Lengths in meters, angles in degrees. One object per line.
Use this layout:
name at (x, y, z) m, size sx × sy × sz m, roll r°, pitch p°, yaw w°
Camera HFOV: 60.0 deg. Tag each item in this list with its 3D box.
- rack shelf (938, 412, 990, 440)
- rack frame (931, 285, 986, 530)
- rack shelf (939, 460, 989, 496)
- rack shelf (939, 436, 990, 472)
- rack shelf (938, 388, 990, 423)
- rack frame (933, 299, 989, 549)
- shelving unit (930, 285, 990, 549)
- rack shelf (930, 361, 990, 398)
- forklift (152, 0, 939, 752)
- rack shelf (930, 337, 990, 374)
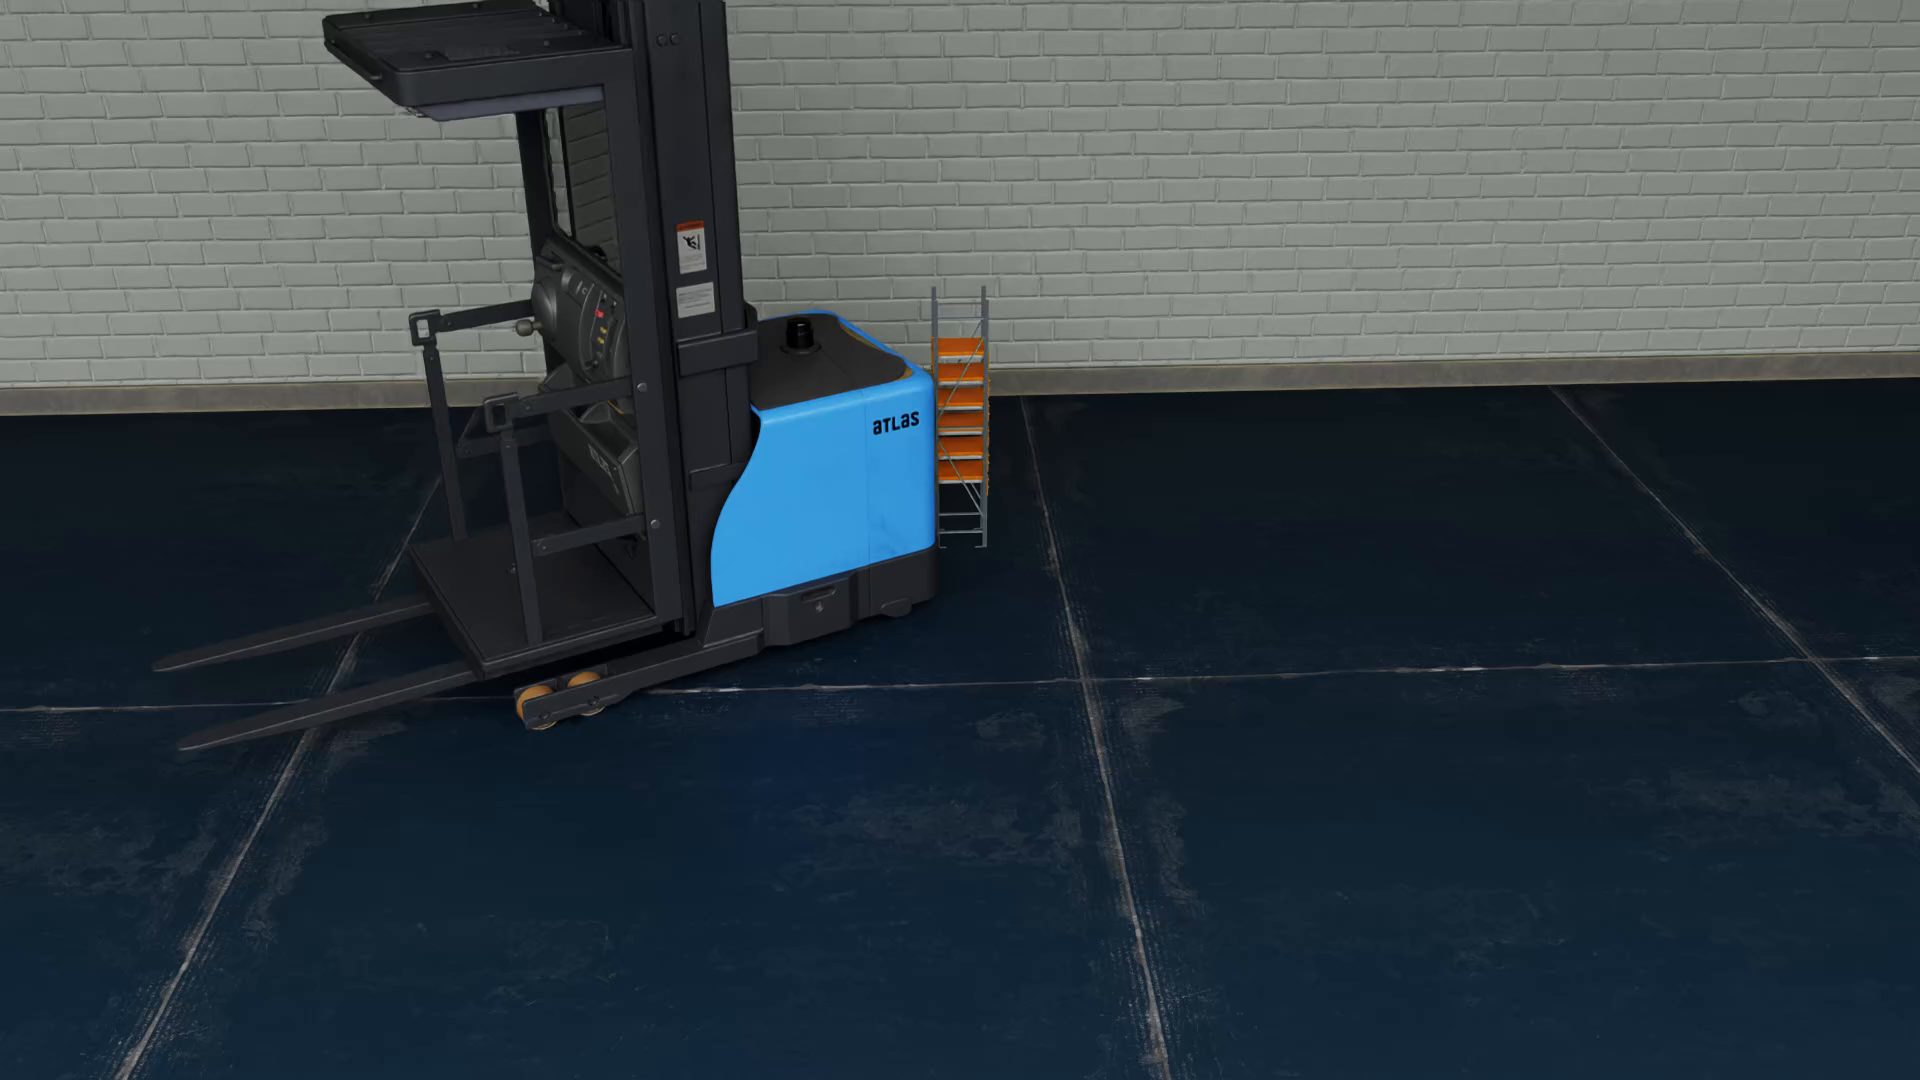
rack shelf at (-0.001, -0.499, 7.506) m, size 0.258 × 0.103 × 0.180 m, roll -1°, pitch 28°, yaw -3°
rack frame at (-0.006, -0.581, 7.566) m, size 0.240 × 1.200 × 0.006 m, roll -1°, pitch 28°, yaw -3°
rack shelf at (-0.001, -0.286, 7.617) m, size 0.258 × 0.103 × 0.180 m, roll -1°, pitch 28°, yaw -3°
rack shelf at (-0.001, -0.393, 7.561) m, size 0.258 × 0.103 × 0.180 m, roll -1°, pitch 28°, yaw -3°
rack shelf at (-0.001, -0.606, 7.450) m, size 0.258 × 0.103 × 0.180 m, roll -1°, pitch 28°, yaw -3°
rack frame at (0.004, -0.496, 7.404) m, size 0.240 × 1.200 × 0.006 m, roll -1°, pitch 28°, yaw -3°
shelving unit at (-0.001, -0.539, 7.485) m, size 0.258 × 1.200 × 0.189 m, roll -1°, pitch 28°, yaw -3°
rack shelf at (-0.001, -0.712, 7.395) m, size 0.258 × 0.103 × 0.180 m, roll -1°, pitch 28°, yaw -3°
forklift at (-1.620, -0.853, 6.215) m, size 3.031 × 2.935 × 1.130 m, roll -15°, pitch 31°, yaw -27°
rack shelf at (-0.001, -0.818, 7.339) m, size 0.258 × 0.103 × 0.180 m, roll -1°, pitch 28°, yaw -3°
